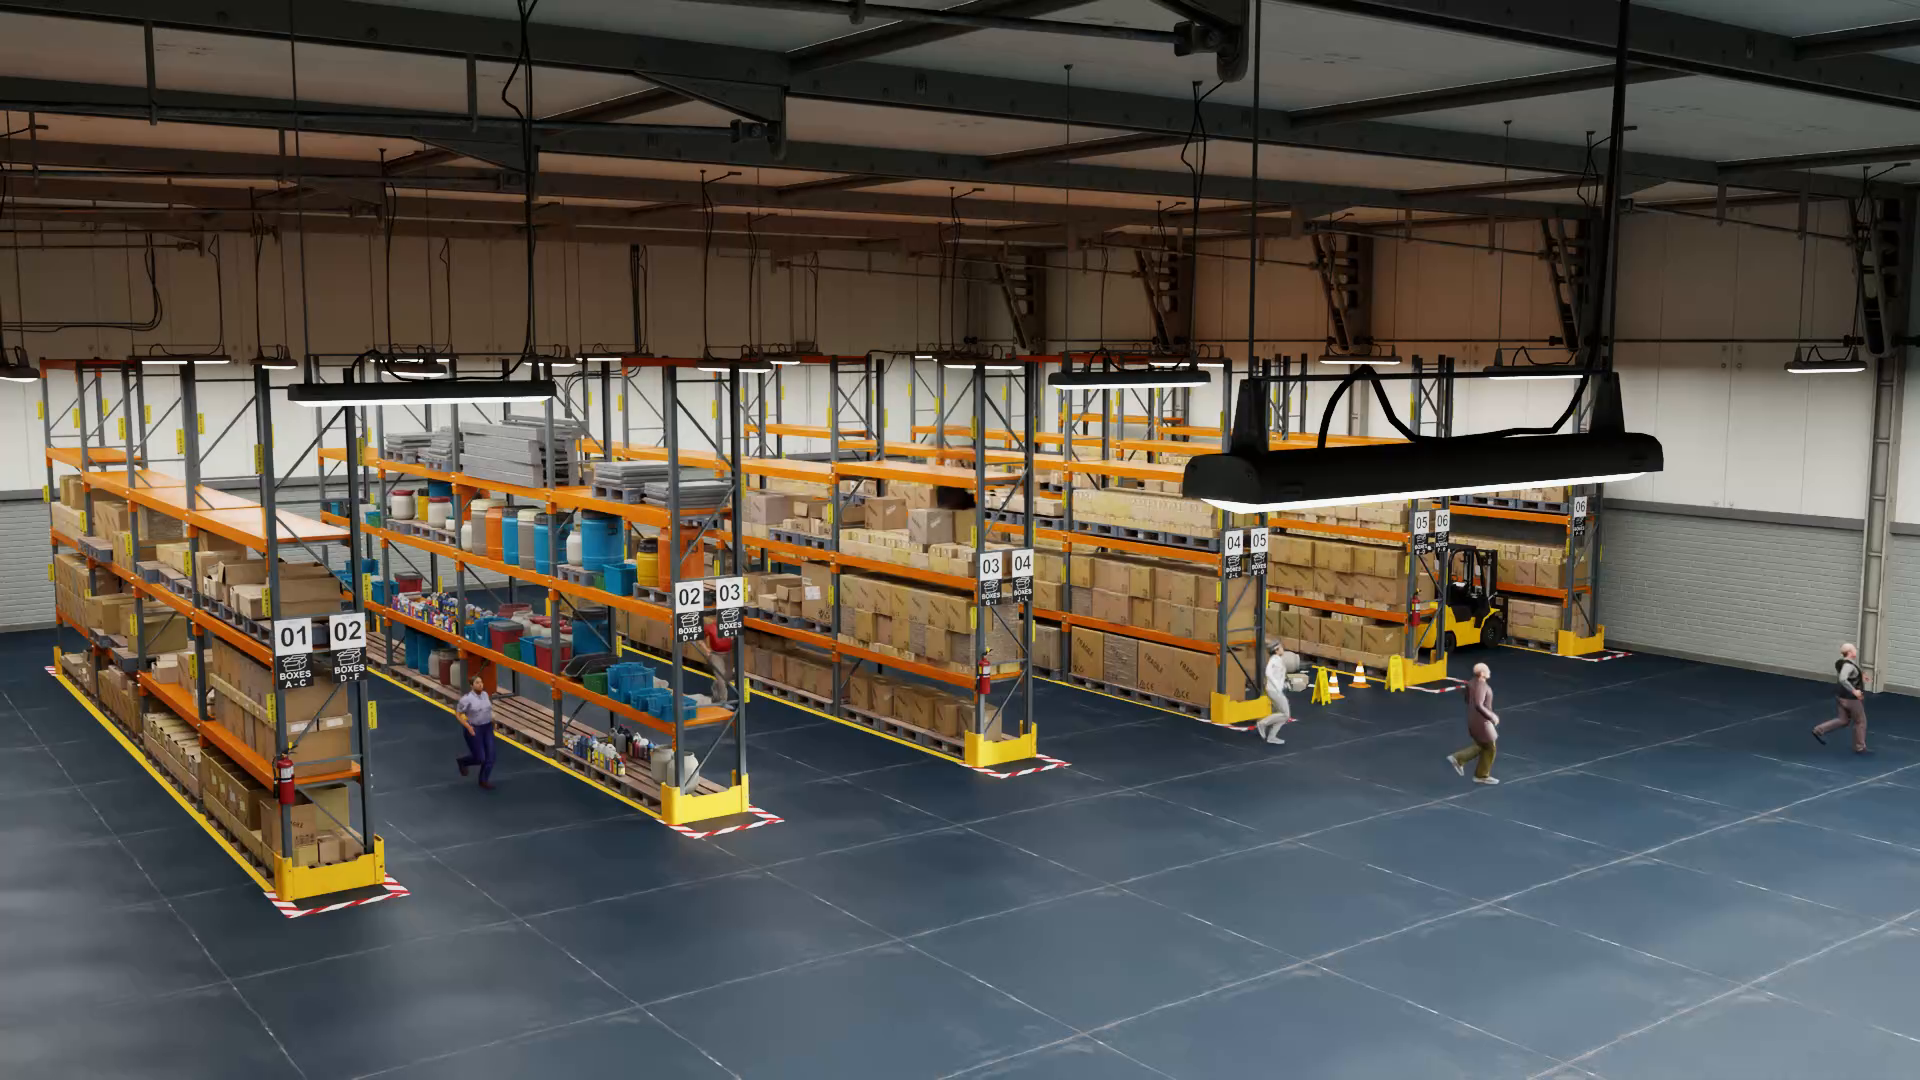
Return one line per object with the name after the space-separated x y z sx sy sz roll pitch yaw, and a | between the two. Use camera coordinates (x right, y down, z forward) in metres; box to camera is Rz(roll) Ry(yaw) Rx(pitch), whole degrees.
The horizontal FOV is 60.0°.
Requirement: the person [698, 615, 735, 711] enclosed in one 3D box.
-4.137 2.033 28.699 0.673 1.699 0.944 -5 9 -38 | person

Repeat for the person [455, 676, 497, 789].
-6.862 2.721 23.621 0.607 1.598 0.608 5 9 37 | person

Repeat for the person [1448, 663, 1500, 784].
7.375 2.621 23.757 0.719 1.750 0.721 0 7 3 | person

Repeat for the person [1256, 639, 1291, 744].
4.966 2.376 26.326 0.532 1.613 0.633 1 7 8 | person

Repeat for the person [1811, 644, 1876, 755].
13.591 2.429 25.489 0.896 1.698 0.668 1 7 11 | person
